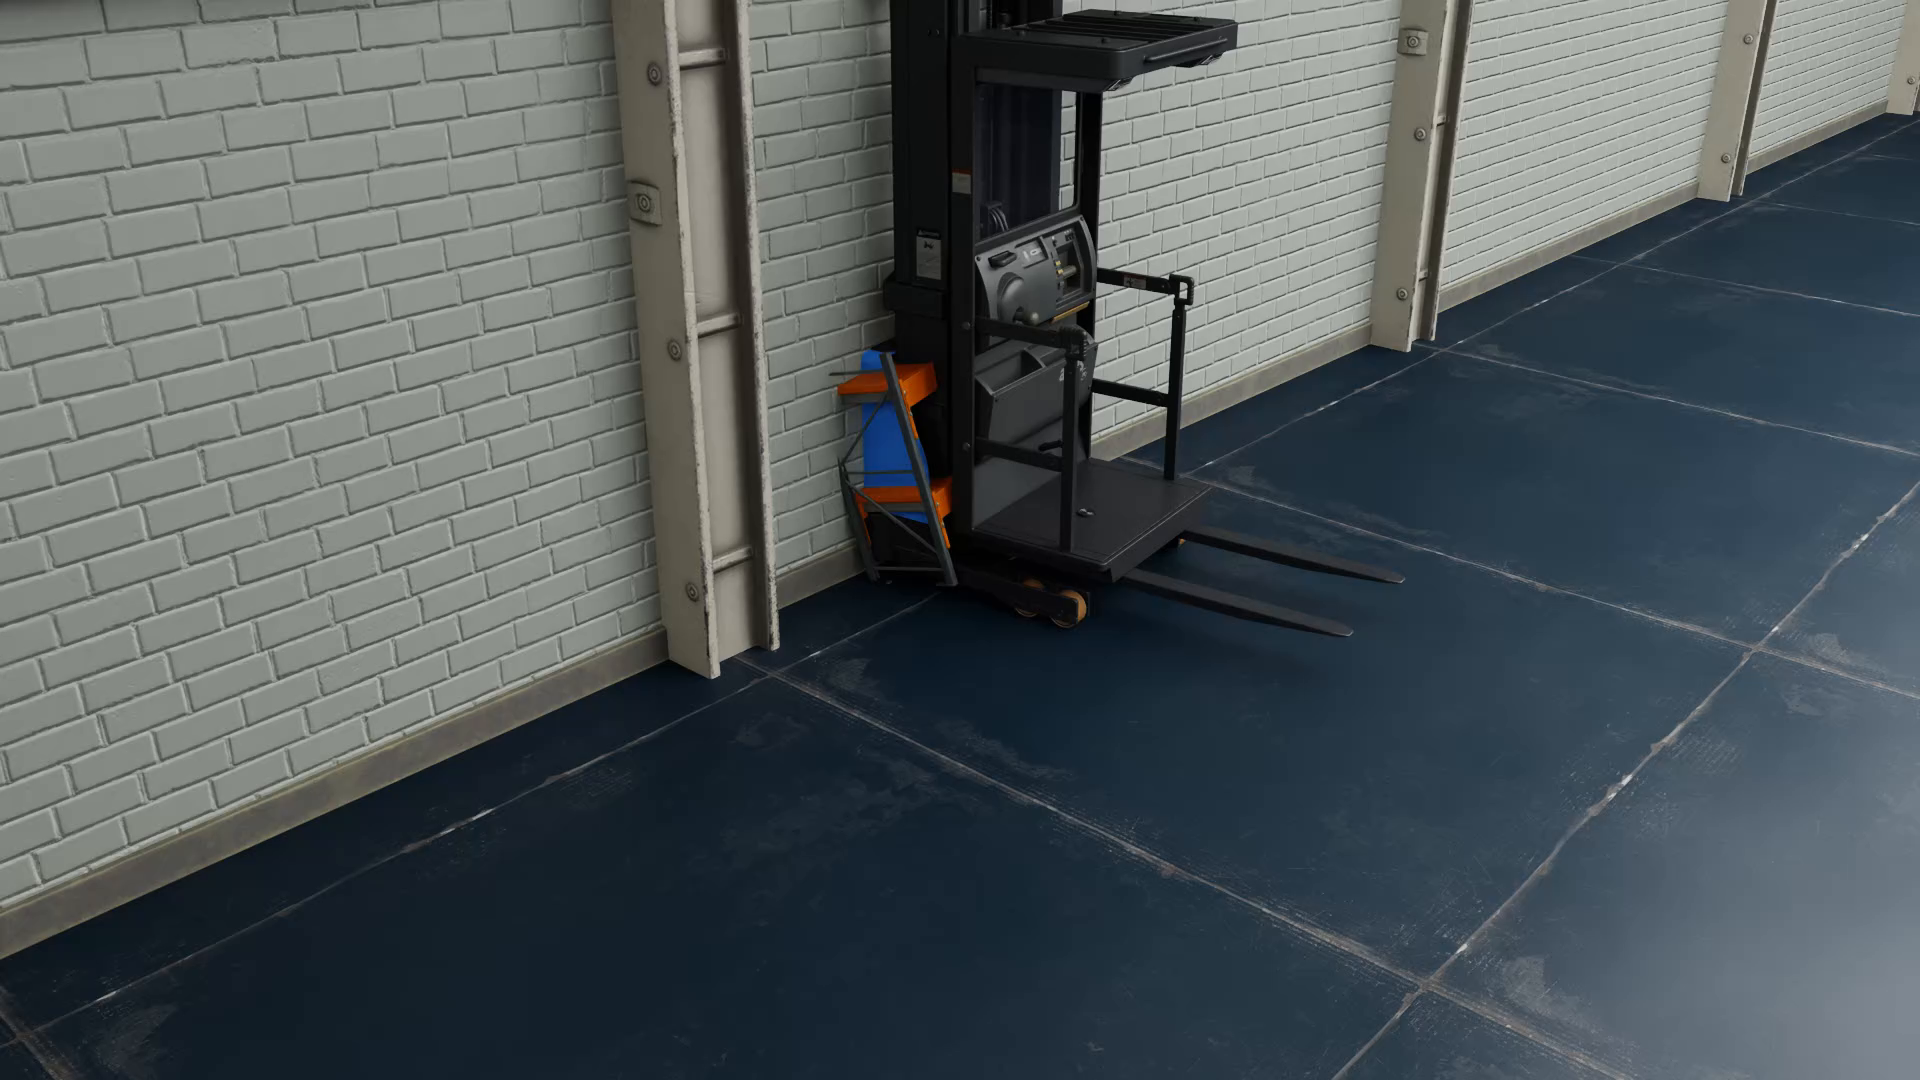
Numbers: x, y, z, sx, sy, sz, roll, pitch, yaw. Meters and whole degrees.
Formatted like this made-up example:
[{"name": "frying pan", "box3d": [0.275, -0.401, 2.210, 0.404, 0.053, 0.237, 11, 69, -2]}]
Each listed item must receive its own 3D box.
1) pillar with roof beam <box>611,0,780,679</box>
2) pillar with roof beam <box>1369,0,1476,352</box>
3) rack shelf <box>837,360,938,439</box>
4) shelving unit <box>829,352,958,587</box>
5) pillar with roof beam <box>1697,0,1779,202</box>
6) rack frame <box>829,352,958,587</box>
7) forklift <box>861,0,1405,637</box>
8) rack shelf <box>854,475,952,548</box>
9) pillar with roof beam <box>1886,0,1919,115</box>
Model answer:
[{"name": "pillar with roof beam", "box3d": [2.182, -2.450, 2.716, 9.100, 9.000, 0.400, 20, 31, 38]}, {"name": "pillar with roof beam", "box3d": [6.186, -4.278, 6.793, 9.100, 9.000, 0.400, 20, 31, 38]}, {"name": "rack shelf", "box3d": [-0.161, -0.789, 7.778, 0.538, 0.278, 1.000, 0, 26, 37]}, {"name": "shelving unit", "box3d": [-0.085, -0.525, 7.881, 0.538, 1.125, 1.048, 0, 26, 37]}, {"name": "pillar with roof beam", "box3d": [10.190, -6.106, 10.870, 9.100, 9.000, 0.400, 20, 31, 38]}, {"name": "rack frame", "box3d": [-0.362, -0.303, 7.517, 0.500, 1.125, 0.032, 0, 26, 37]}, {"name": "forklift", "box3d": [0.520, -1.196, 7.334, 3.031, 2.935, 1.130, 15, 28, 30]}, {"name": "rack shelf", "box3d": [-0.022, -0.306, 7.967, 0.538, 0.278, 1.000, 0, 26, 37]}, {"name": "pillar with roof beam", "box3d": [14.195, -7.934, 14.947, 9.100, 9.000, 0.400, 20, 31, 38]}]
